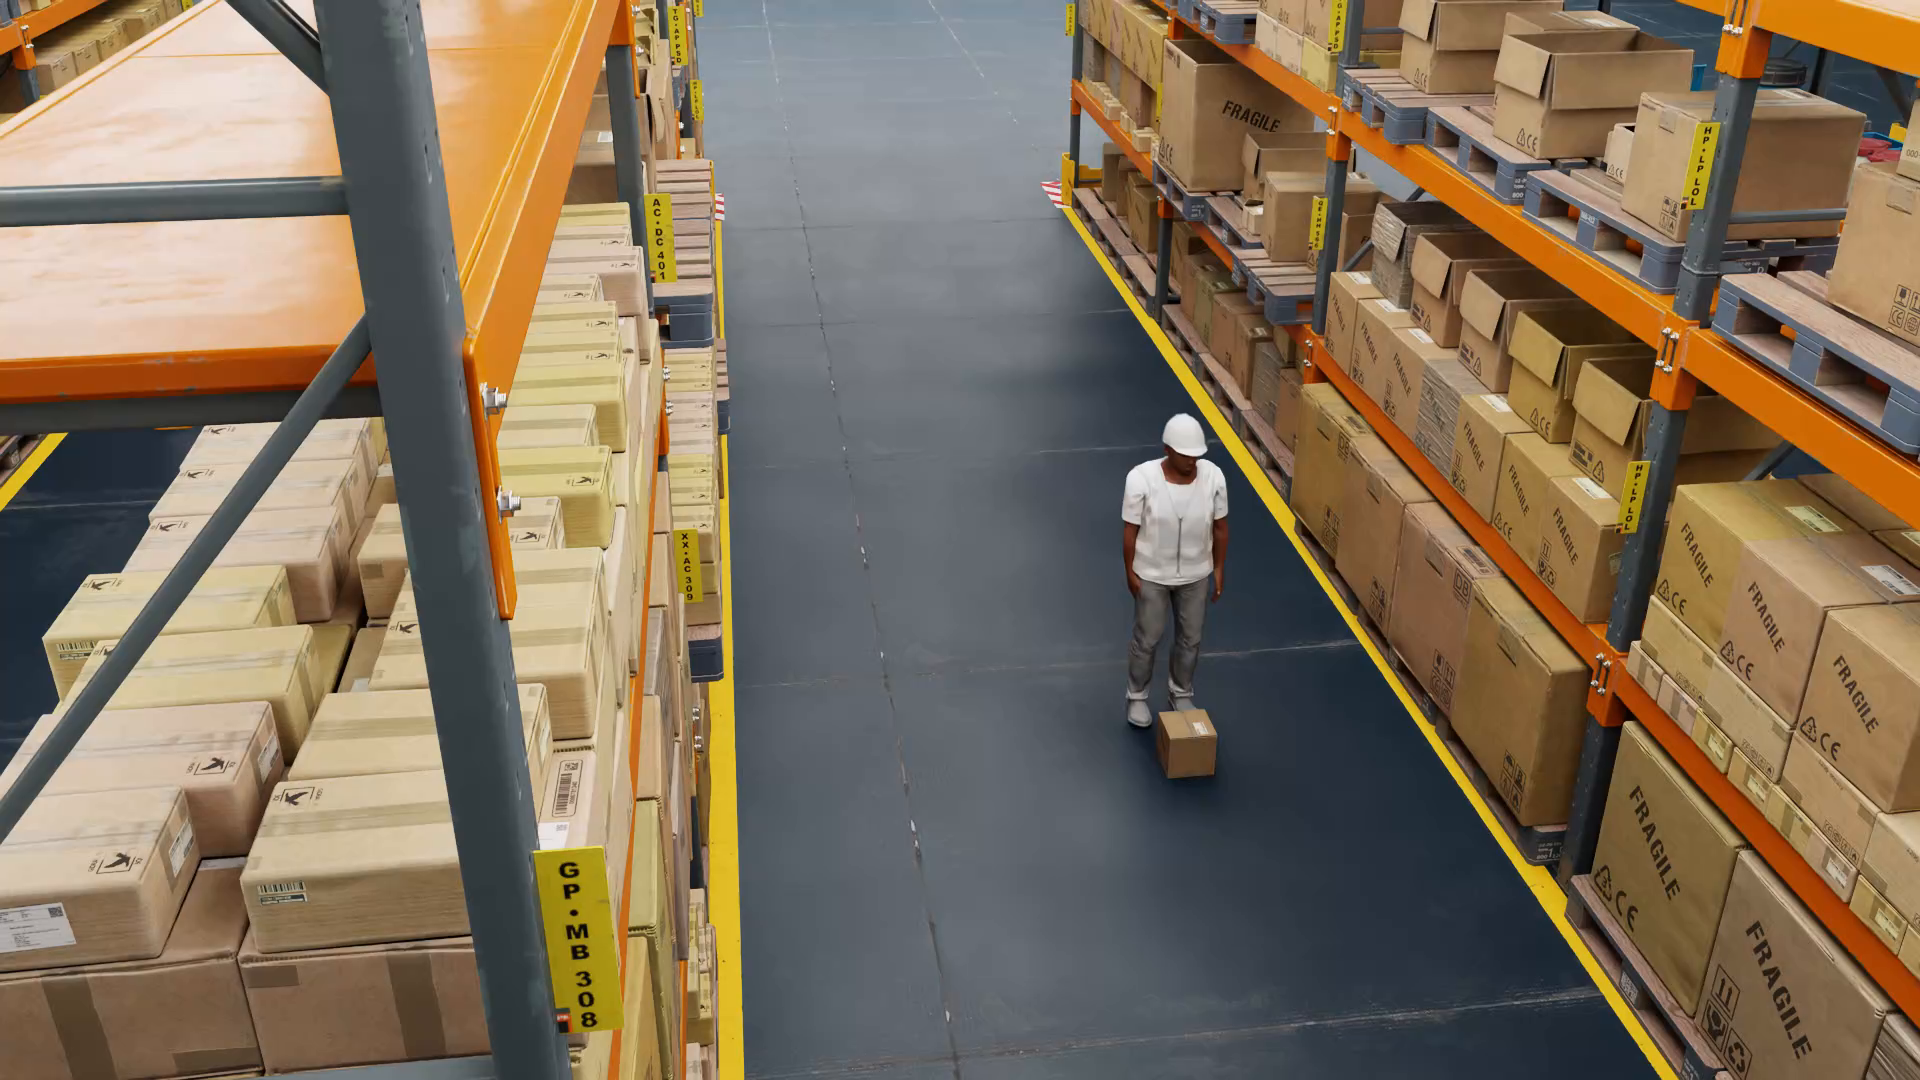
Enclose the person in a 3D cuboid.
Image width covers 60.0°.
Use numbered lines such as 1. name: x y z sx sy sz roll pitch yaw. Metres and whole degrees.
1. person: 1.128 0.160 8.763 0.565 1.763 0.359 -3 27 -6
